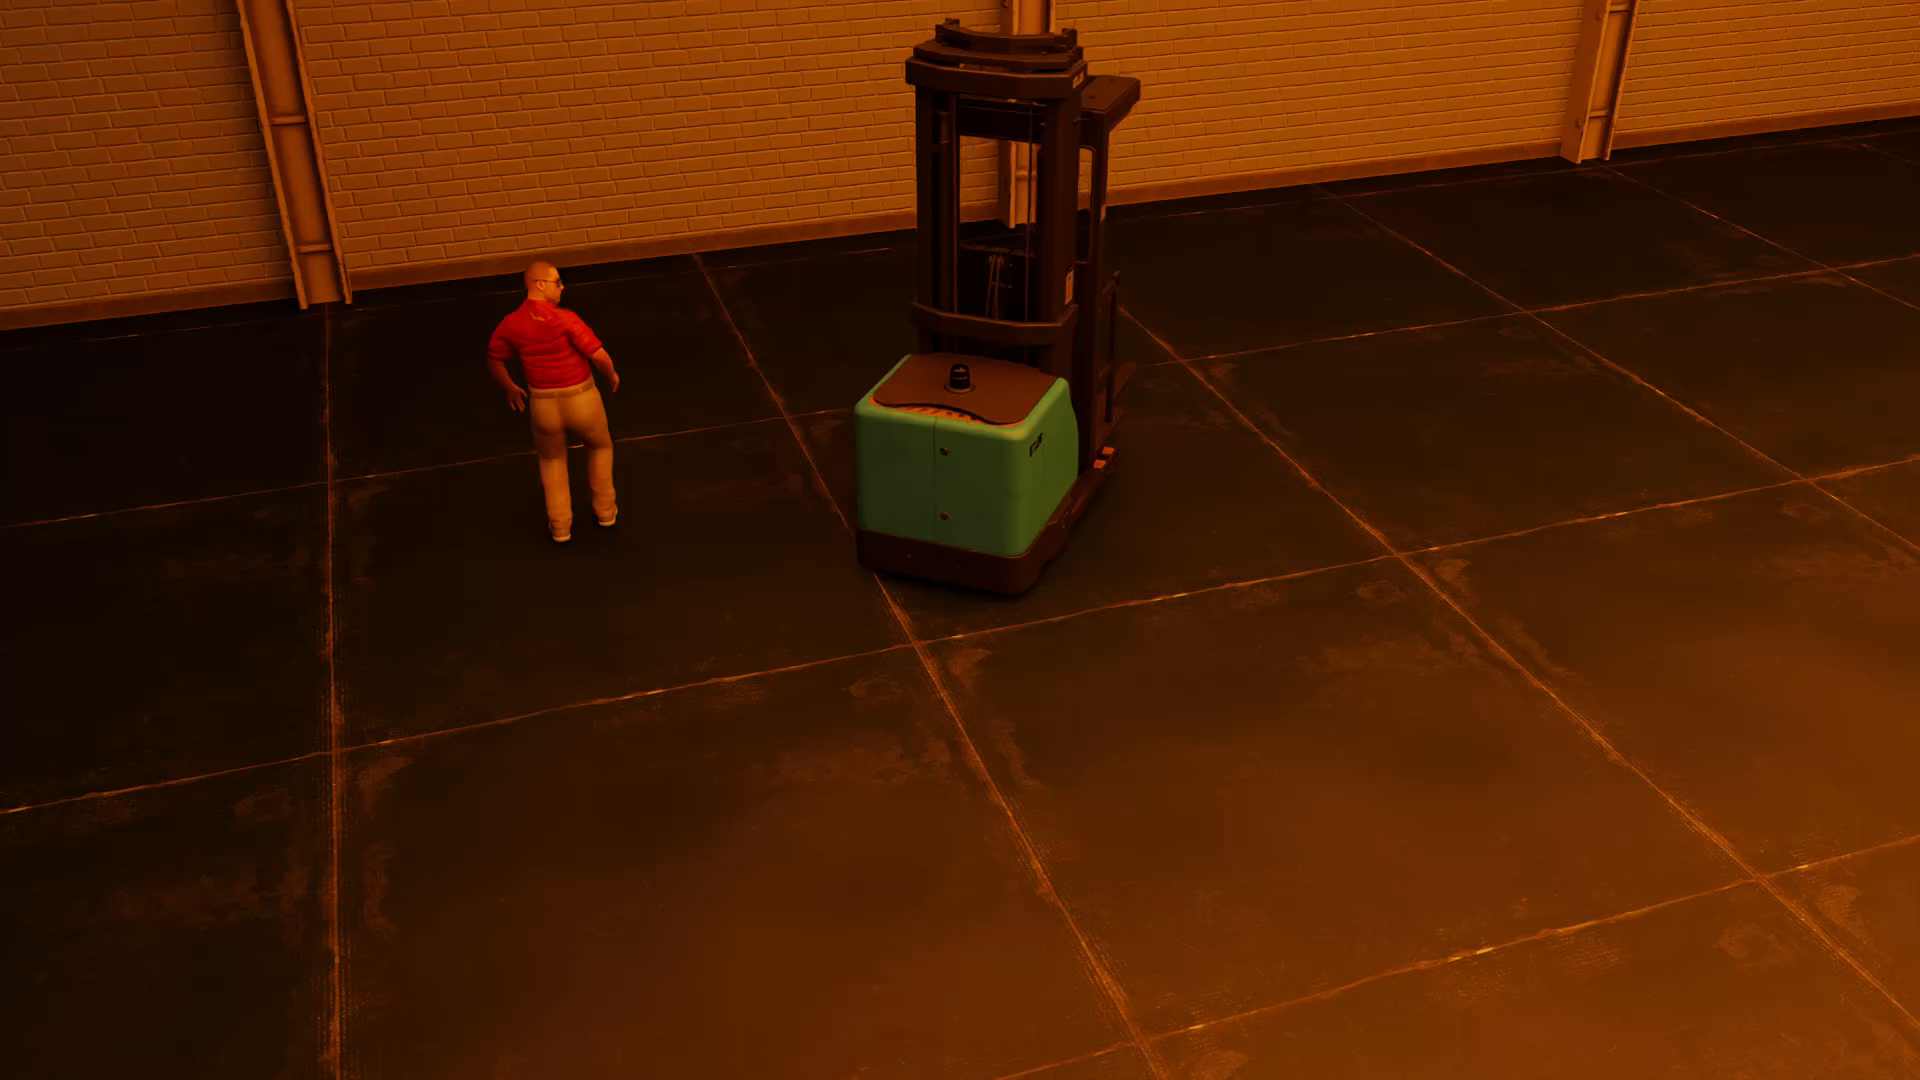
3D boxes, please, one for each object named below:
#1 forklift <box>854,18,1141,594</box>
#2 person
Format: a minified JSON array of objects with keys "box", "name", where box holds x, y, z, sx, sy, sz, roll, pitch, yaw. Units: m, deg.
[{"box":[0.396,-1.684,10.015,1.130,2.935,3.031,11,32,18],"name":"forklift"},{"box":[-2.358,-0.825,9.772,0.736,1.696,0.507,0,30,0],"name":"person"}]
